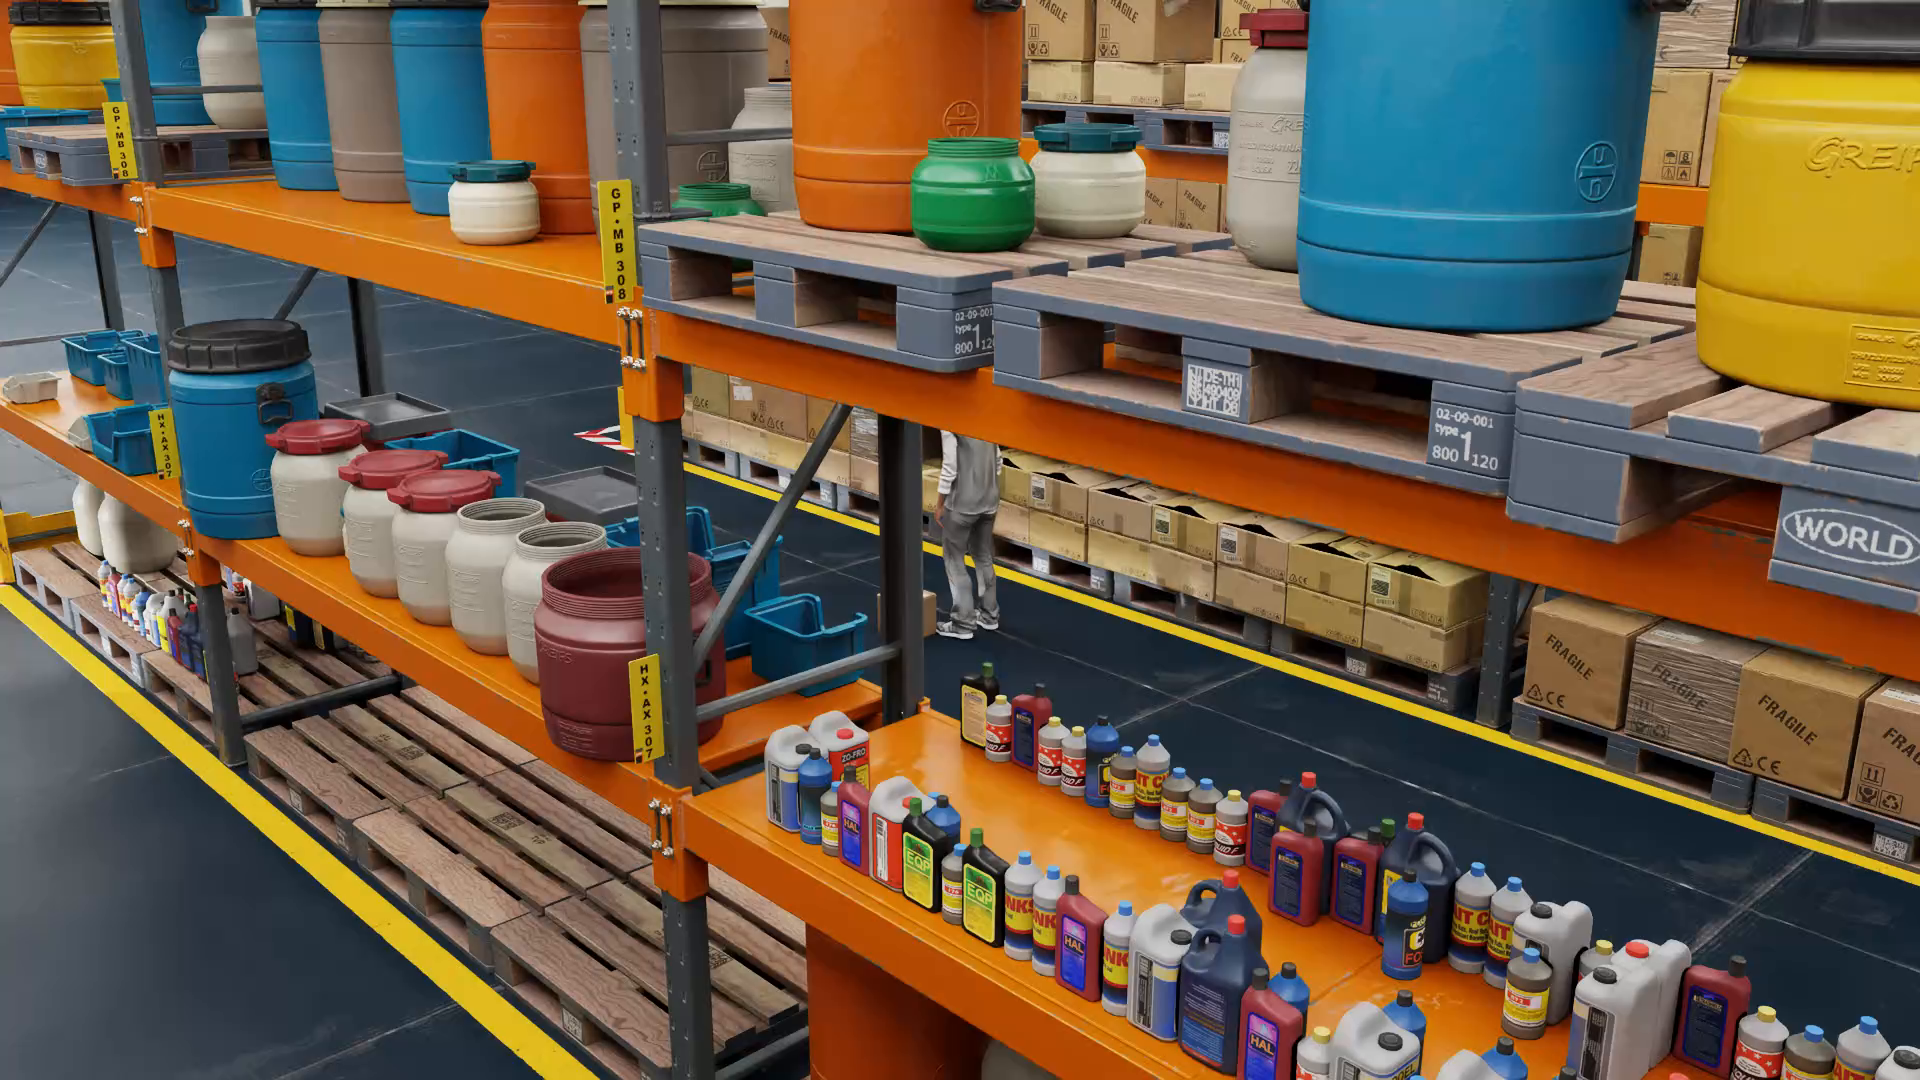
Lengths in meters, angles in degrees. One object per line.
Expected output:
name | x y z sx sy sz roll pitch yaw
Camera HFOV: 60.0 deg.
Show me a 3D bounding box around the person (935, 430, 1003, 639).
person | 0.049 -0.204 9.711 0.460 1.592 0.344 -15 23 -40
